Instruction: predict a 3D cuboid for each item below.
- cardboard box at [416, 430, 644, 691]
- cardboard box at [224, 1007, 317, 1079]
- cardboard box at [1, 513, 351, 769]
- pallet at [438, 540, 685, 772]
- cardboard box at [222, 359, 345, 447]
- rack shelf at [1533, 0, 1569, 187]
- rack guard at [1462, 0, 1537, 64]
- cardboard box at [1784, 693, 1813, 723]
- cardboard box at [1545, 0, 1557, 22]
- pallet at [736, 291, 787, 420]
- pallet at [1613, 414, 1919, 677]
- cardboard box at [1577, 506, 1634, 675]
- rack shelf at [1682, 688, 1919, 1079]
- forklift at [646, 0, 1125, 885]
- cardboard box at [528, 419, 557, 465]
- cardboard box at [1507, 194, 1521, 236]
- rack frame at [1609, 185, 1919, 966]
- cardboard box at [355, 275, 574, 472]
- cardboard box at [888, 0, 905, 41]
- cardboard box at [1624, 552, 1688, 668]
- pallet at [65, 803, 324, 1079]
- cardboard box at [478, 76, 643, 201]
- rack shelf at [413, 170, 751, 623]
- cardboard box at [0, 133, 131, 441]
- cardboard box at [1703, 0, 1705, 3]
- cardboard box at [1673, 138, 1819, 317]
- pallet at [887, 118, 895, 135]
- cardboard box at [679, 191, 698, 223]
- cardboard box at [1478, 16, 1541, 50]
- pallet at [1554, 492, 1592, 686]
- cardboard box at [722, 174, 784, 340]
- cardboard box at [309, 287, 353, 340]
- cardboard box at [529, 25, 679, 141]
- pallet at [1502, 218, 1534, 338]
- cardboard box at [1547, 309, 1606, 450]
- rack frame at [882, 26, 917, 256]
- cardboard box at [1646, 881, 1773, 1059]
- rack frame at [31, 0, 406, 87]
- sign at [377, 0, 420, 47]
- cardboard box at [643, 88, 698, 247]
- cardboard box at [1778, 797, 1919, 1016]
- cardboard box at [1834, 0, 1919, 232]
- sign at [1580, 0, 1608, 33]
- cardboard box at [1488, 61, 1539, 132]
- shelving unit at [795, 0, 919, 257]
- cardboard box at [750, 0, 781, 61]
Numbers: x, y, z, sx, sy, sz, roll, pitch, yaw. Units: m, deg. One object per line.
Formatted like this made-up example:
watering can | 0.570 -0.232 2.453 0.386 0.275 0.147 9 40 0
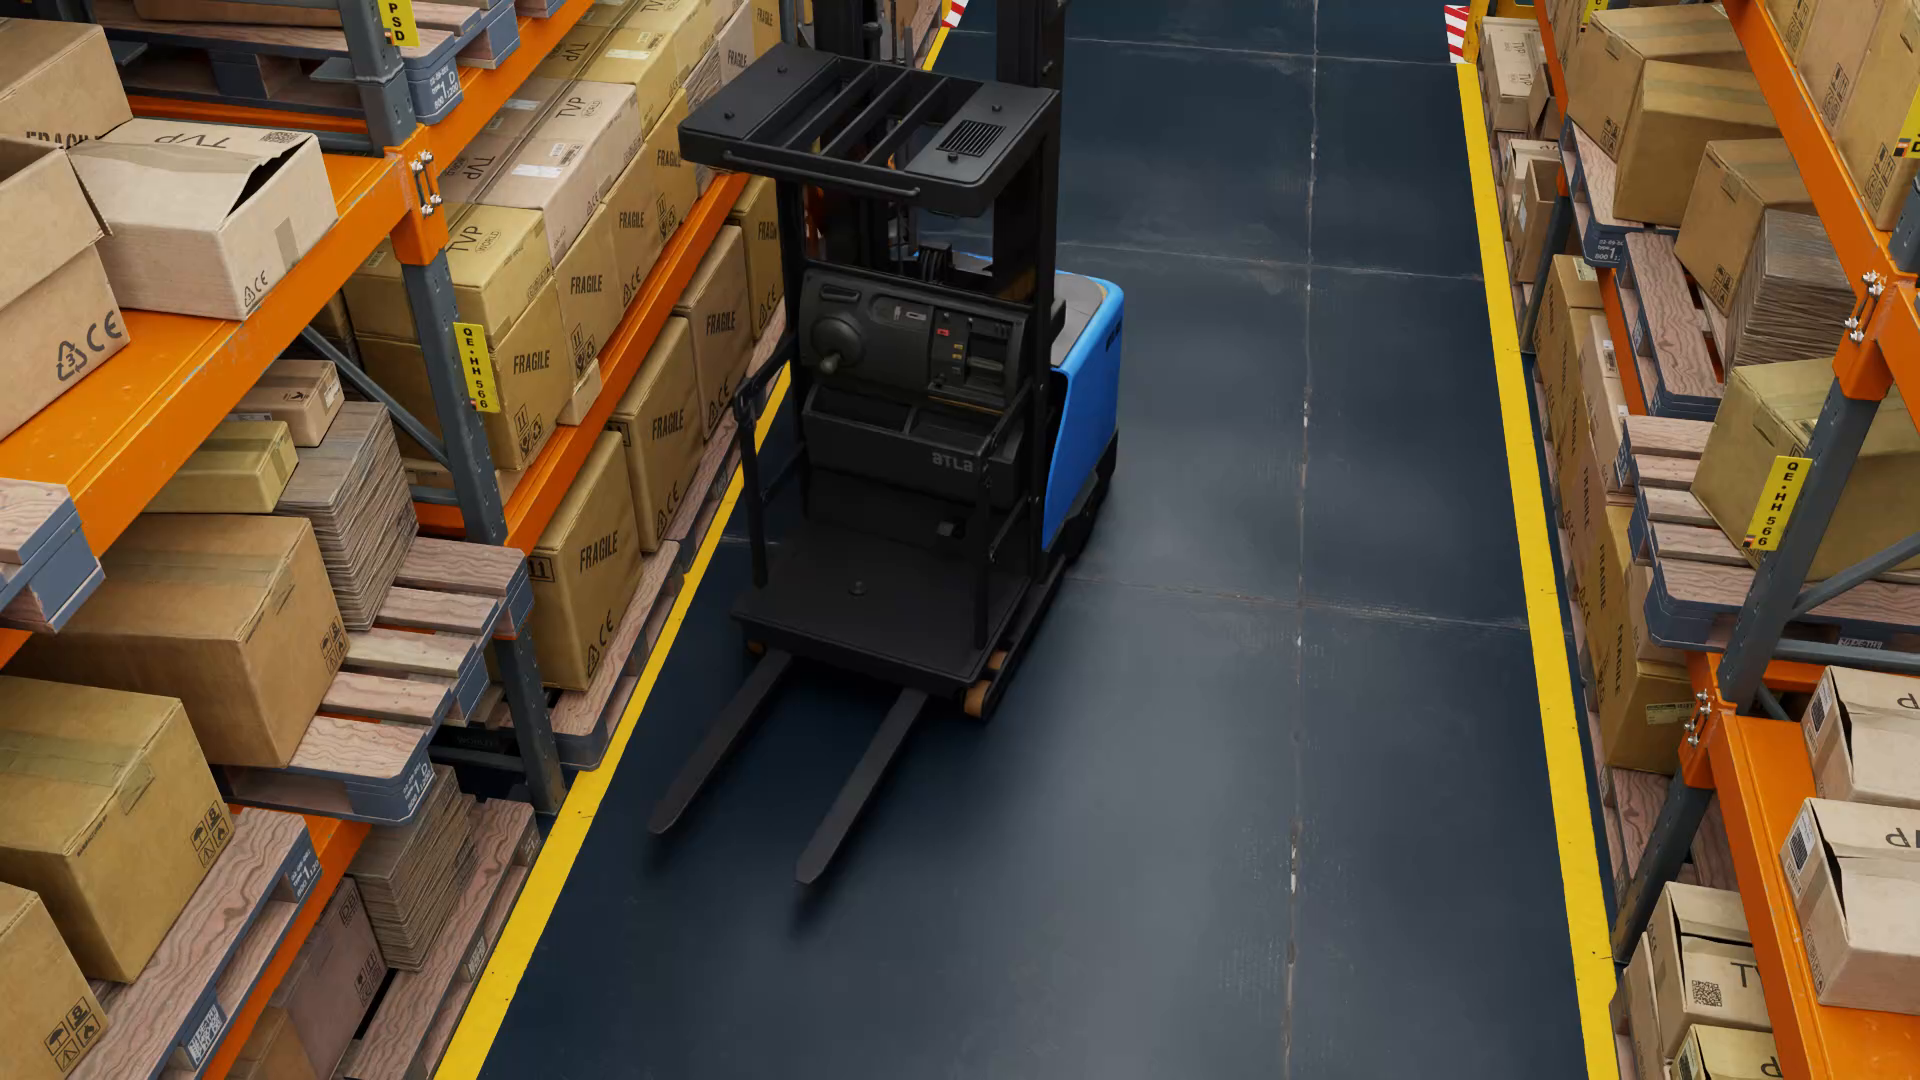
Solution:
cardboard box | -1.791 0.046 6.698 0.750 0.750 0.750 6 40 7
cardboard box | -2.383 1.703 4.953 0.700 0.500 0.500 6 40 7
cardboard box | -2.189 0.268 4.648 0.700 0.500 0.500 3 40 3
pallet | -1.837 0.414 7.083 1.003 0.211 1.213 6 40 8
cardboard box | -2.078 -0.412 4.962 0.380 0.149 0.250 2 40 2
rack shelf | 3.870 -3.118 9.732 1.077 0.370 4.000 6 40 8
rack guard | 4.203 -3.640 11.760 1.175 0.500 0.348 6 40 8
cardboard box | 3.192 0.910 5.912 0.500 0.500 0.500 8 40 10
cardboard box | 3.532 -3.167 9.148 0.500 0.500 0.500 7 40 9
pallet | -1.415 -1.117 8.935 1.003 0.211 1.213 6 40 8
pallet | 2.880 0.011 5.534 1.213 0.211 1.003 6 40 8
cardboard box | 2.852 0.226 6.739 0.500 0.500 0.500 5 40 6
rack shelf | 2.486 1.902 3.660 1.077 0.370 4.000 6 40 8
forklift | -0.273 -0.704 6.301 1.130 2.935 3.031 15 42 17
cardboard box | -1.710 -0.423 6.089 0.380 0.149 0.250 7 40 8
cardboard box | 3.349 -1.842 9.516 0.380 0.149 0.250 6 40 8
rack frame | 2.832 0.370 4.949 1.000 3.000 0.127 6 40 8
cardboard box | -1.712 -0.612 5.808 0.500 0.500 0.500 8 40 9
cardboard box | -0.772 -3.629 11.417 0.700 0.500 0.500 6 40 8
cardboard box | 2.768 0.226 6.150 0.500 0.250 0.500 8 40 9
pallet | -2.350 1.147 4.159 1.003 0.211 1.213 6 40 8
cardboard box | -1.540 -1.532 6.333 0.500 0.250 0.500 7 40 8
rack shelf | -1.702 -1.152 7.354 1.077 0.370 4.000 6 40 8
cardboard box | -2.363 -0.574 3.640 0.797 0.503 0.637 12 41 14
cardboard box | 3.881 -2.469 8.304 0.500 0.500 0.500 7 40 9
cardboard box | 3.279 -1.225 6.470 0.700 0.500 0.500 -3 40 -4
pallet | -0.938 -2.846 11.027 1.003 0.211 1.213 6 40 8
cardboard box | -1.398 -1.559 7.463 0.380 0.149 0.250 5 40 6
cardboard box | 3.805 -3.497 11.517 0.380 0.149 0.250 6 40 8
pallet | 3.212 0.217 7.322 1.003 0.211 1.213 6 40 8
cardboard box | -1.340 -1.595 8.683 0.750 0.750 0.750 7 40 8
cardboard box | -2.225 -0.937 5.613 0.500 0.250 0.500 7 40 9
cardboard box | -1.458 -1.853 6.721 0.500 0.250 0.500 6 40 7
pallet | 3.644 -1.497 9.395 1.003 0.211 1.213 6 40 8
cardboard box | 3.119 -0.734 7.900 0.500 0.500 0.500 7 40 8
rack frame | -0.396 -1.350 7.735 0.400 2.100 0.015 -11 41 -13
cardboard box | 2.452 1.348 5.154 0.500 0.311 0.500 8 40 9
rack frame | -2.048 -2.486 3.695 1.000 3.000 0.127 6 40 8
sign | -1.514 -1.468 4.412 0.100 0.325 0.005 6 40 8
cardboard box | -1.442 -1.578 6.977 0.500 0.500 0.500 7 40 9
cardboard box | 2.486 0.944 4.324 0.500 0.311 0.500 6 40 7
cardboard box | 2.874 -1.102 4.297 0.910 0.500 0.500 6 40 8
sign | 2.988 -2.529 7.776 0.100 0.325 0.005 6 40 8
cardboard box | 3.670 -2.823 10.623 0.500 0.250 0.500 6 40 8
shelving unit | -0.468 -1.498 7.915 0.431 2.100 0.503 -11 41 -13
cardboard box | -1.187 -2.528 8.126 0.500 0.500 0.500 6 40 7
